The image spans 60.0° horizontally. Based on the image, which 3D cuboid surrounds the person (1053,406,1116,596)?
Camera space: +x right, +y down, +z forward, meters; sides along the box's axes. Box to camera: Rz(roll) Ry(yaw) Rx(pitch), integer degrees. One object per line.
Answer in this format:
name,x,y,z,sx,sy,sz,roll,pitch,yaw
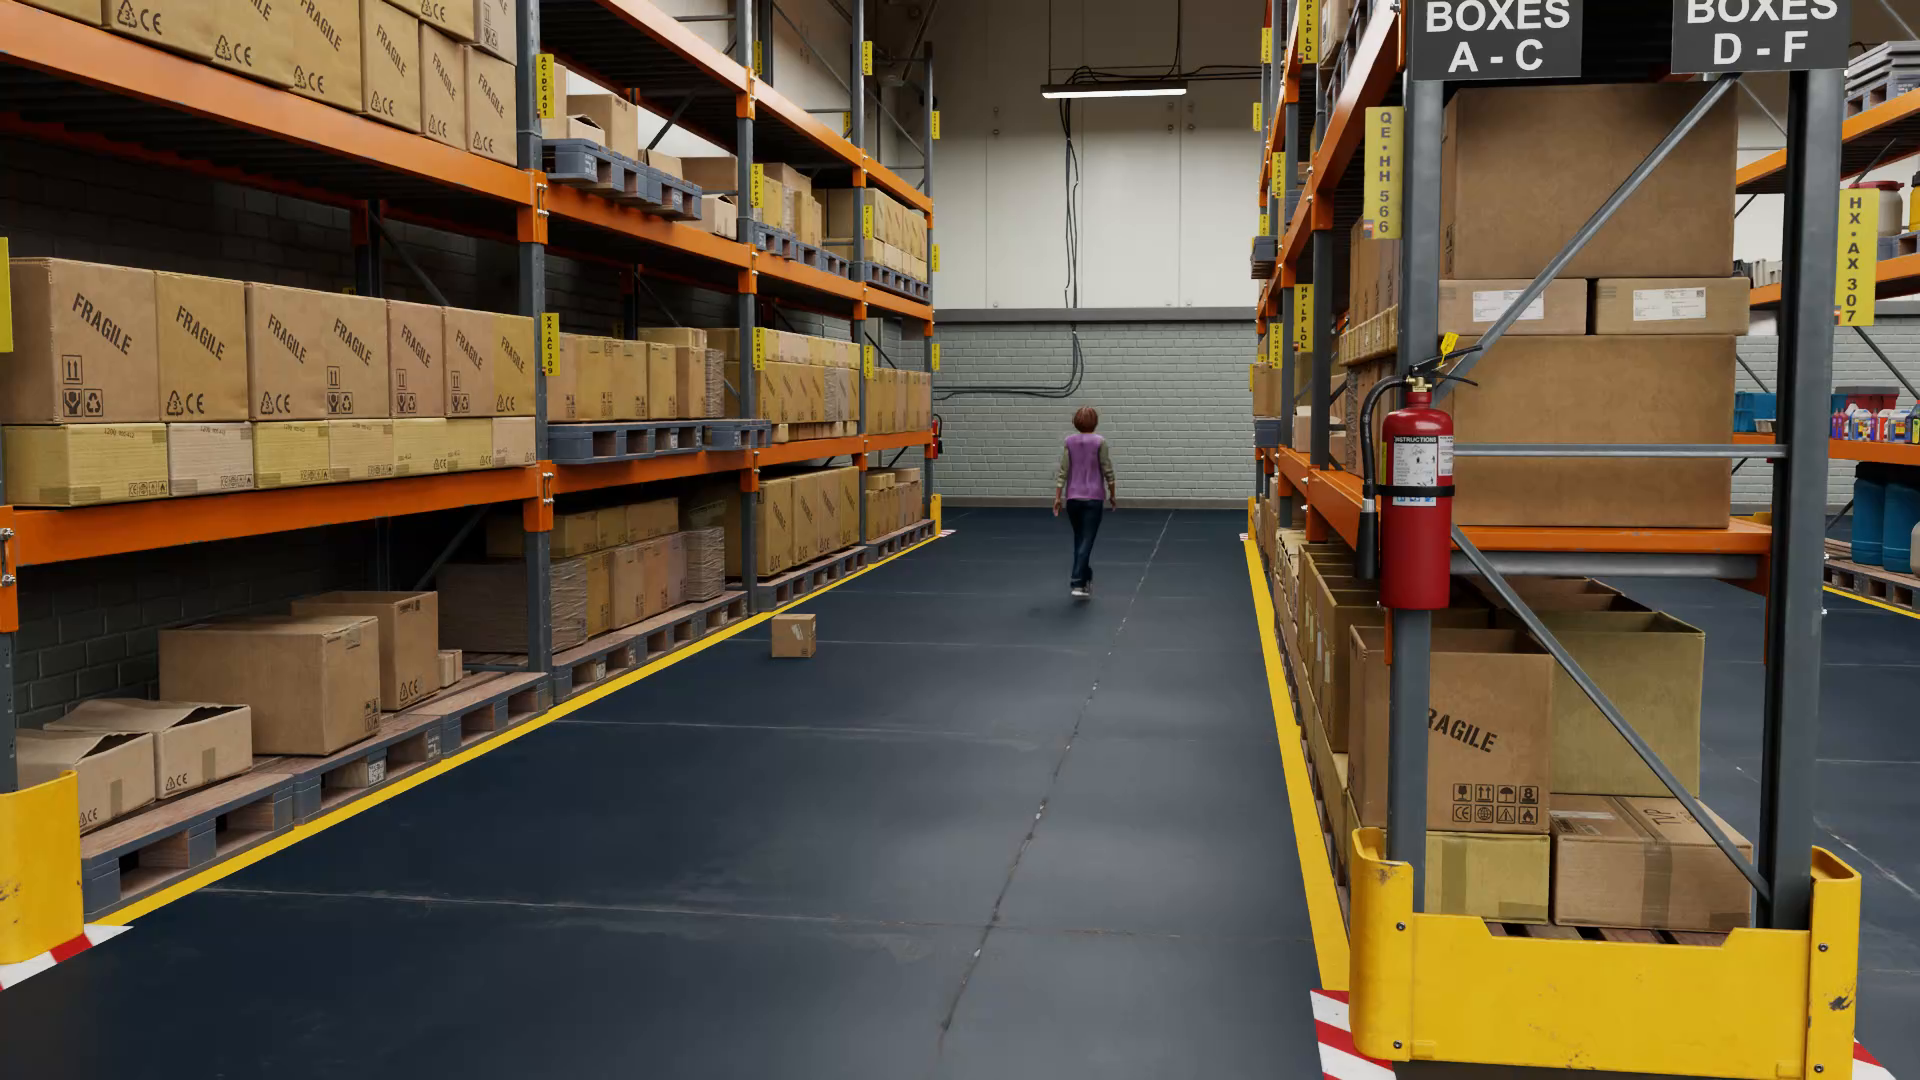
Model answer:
person,1.066,-0.308,13.915,0.467,1.620,0.719,2,5,28
